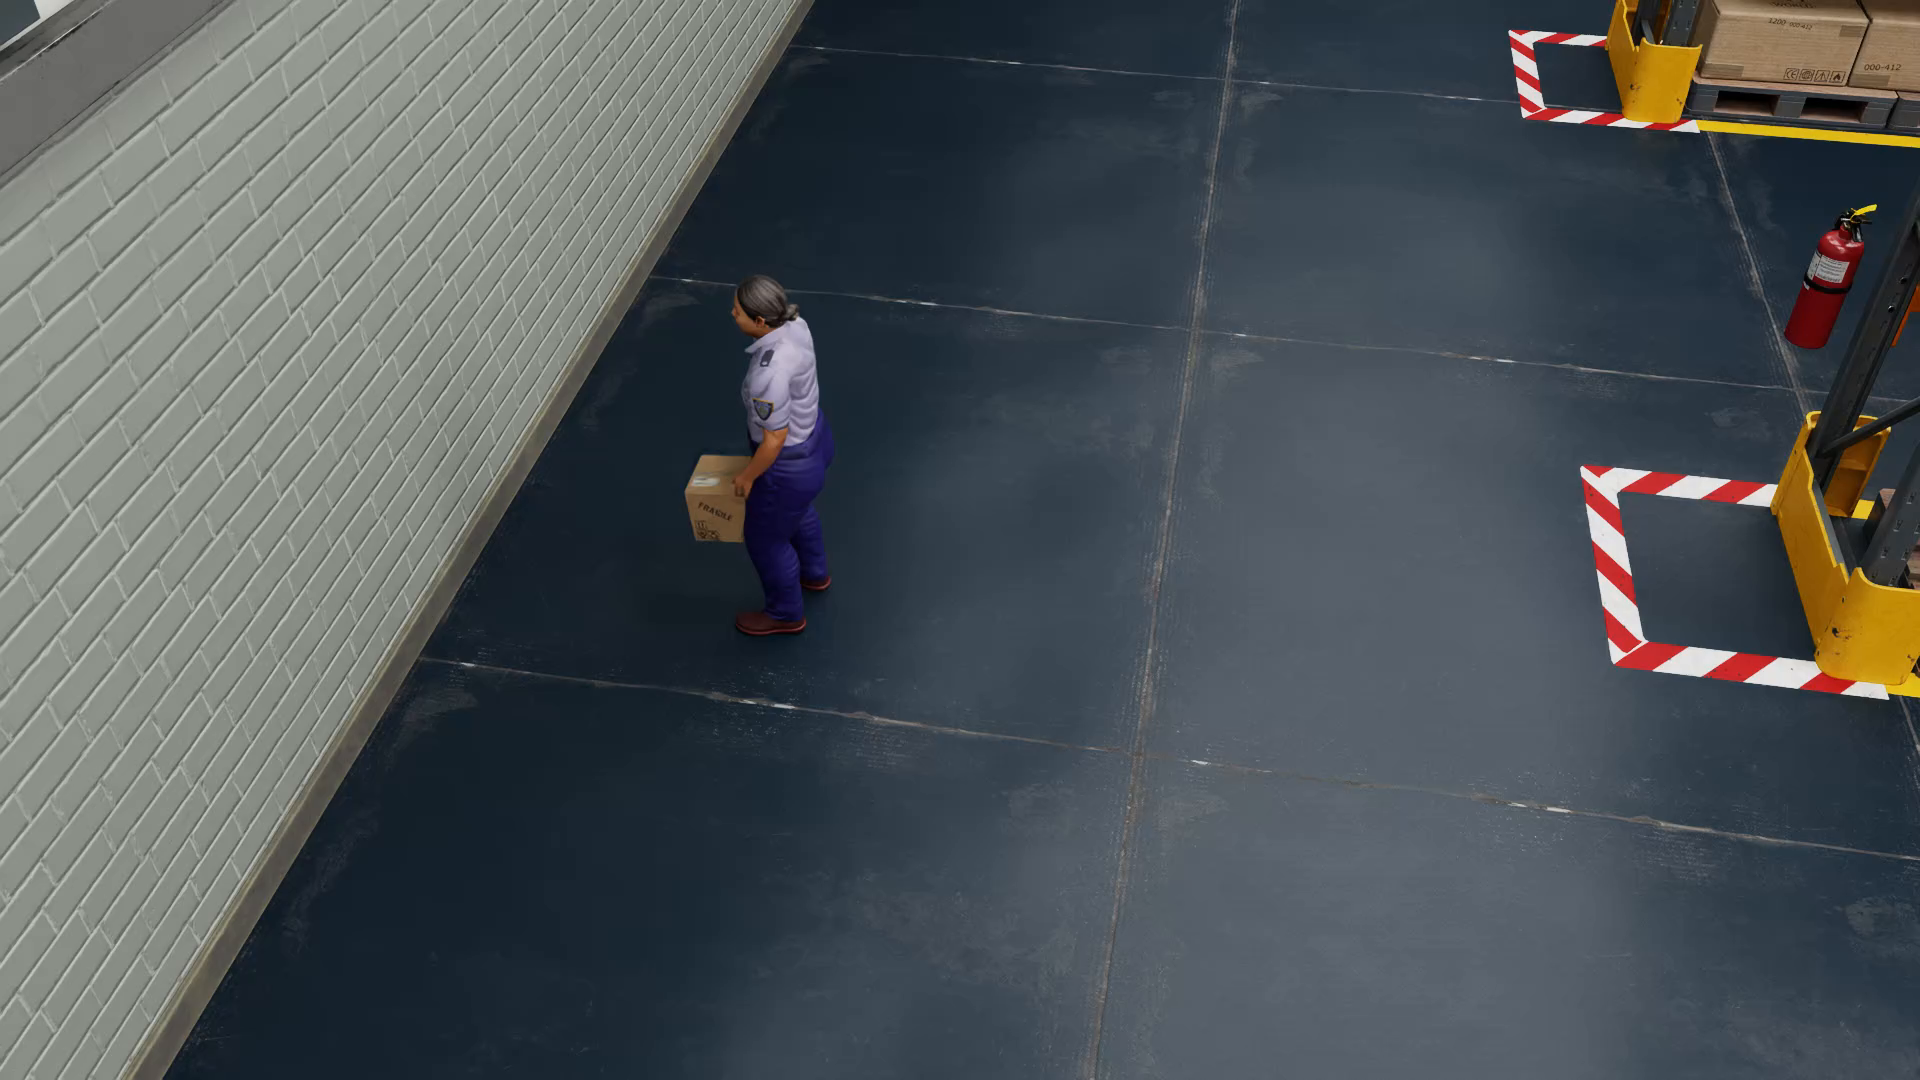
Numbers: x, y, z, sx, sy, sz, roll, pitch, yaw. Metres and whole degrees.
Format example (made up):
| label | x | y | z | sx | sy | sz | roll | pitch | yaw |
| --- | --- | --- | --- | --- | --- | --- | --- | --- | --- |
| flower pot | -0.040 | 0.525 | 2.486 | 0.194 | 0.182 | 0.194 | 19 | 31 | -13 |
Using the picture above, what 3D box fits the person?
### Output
| label | x | y | z | sx | sy | sz | roll | pitch | yaw |
| --- | --- | --- | --- | --- | --- | --- | --- | --- | --- |
| person | -0.720 | -0.334 | 6.547 | 0.421 | 1.656 | 0.517 | 6 | 41 | 7 |
